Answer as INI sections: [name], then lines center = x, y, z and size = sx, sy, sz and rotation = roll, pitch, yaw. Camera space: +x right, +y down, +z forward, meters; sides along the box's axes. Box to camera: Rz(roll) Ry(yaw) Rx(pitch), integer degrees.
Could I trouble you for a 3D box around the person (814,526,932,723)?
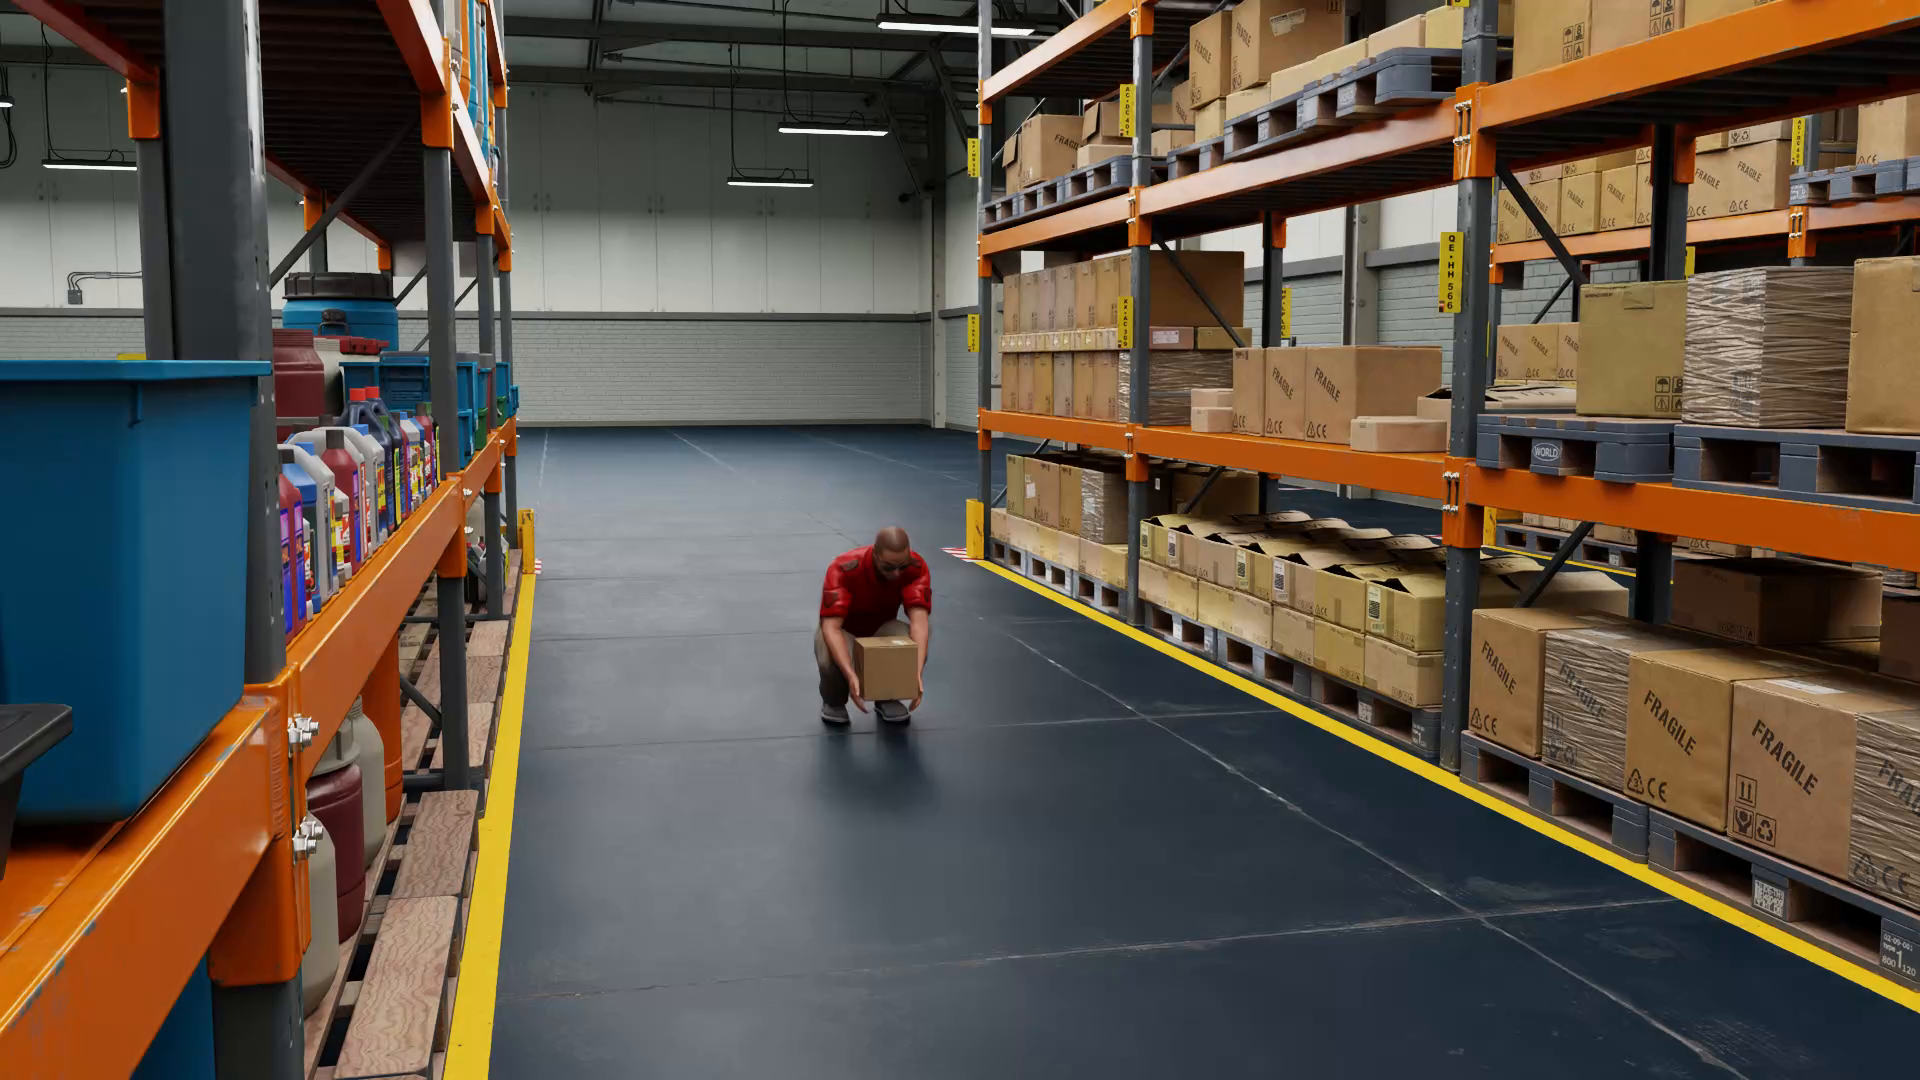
[person]
center = -0.420, 0.402, 7.914
size = 0.548, 0.969, 0.863
rotation = -2, 6, -14
